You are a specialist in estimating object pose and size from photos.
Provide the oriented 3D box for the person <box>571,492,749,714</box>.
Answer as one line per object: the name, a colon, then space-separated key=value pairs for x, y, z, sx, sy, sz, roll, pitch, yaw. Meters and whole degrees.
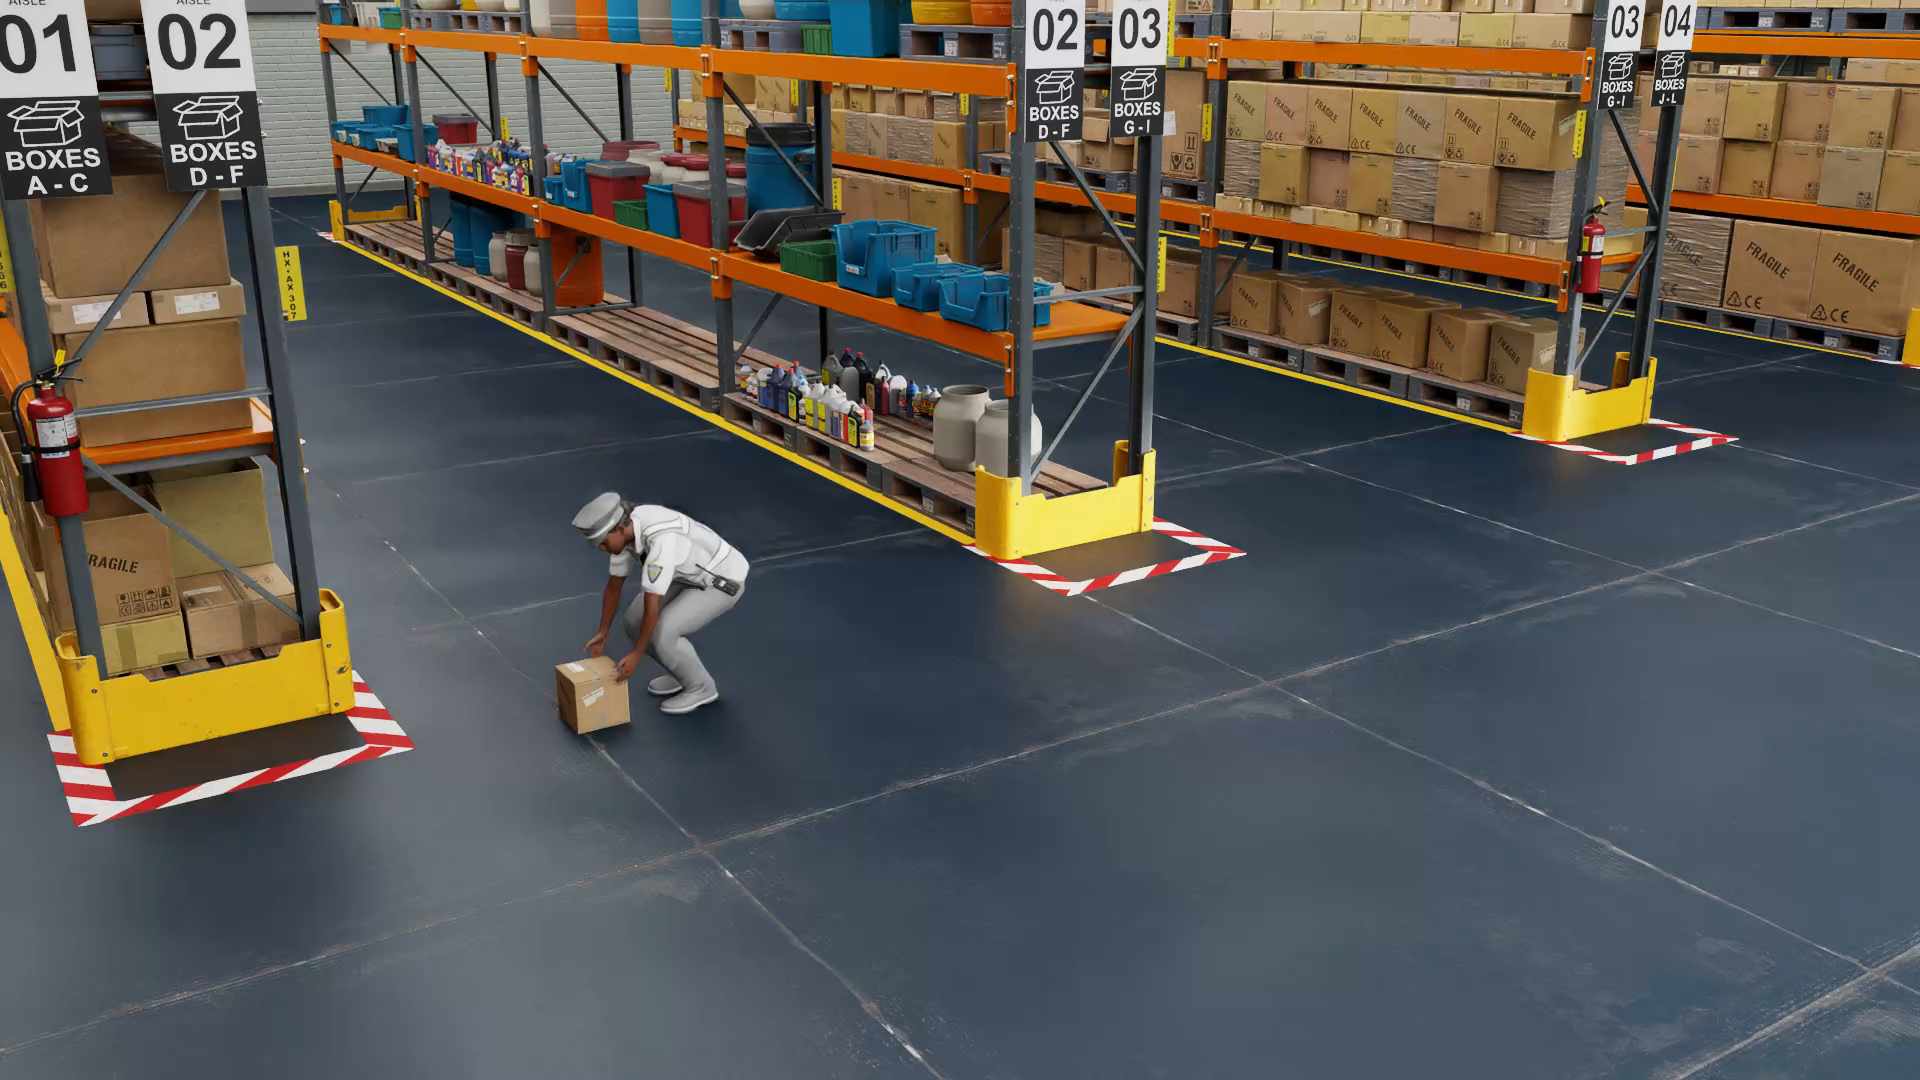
person: x=-1.373 y=0.294 z=7.712 sx=0.834 sy=1.015 sz=0.495 roll=-12 pitch=22 yaw=-32
